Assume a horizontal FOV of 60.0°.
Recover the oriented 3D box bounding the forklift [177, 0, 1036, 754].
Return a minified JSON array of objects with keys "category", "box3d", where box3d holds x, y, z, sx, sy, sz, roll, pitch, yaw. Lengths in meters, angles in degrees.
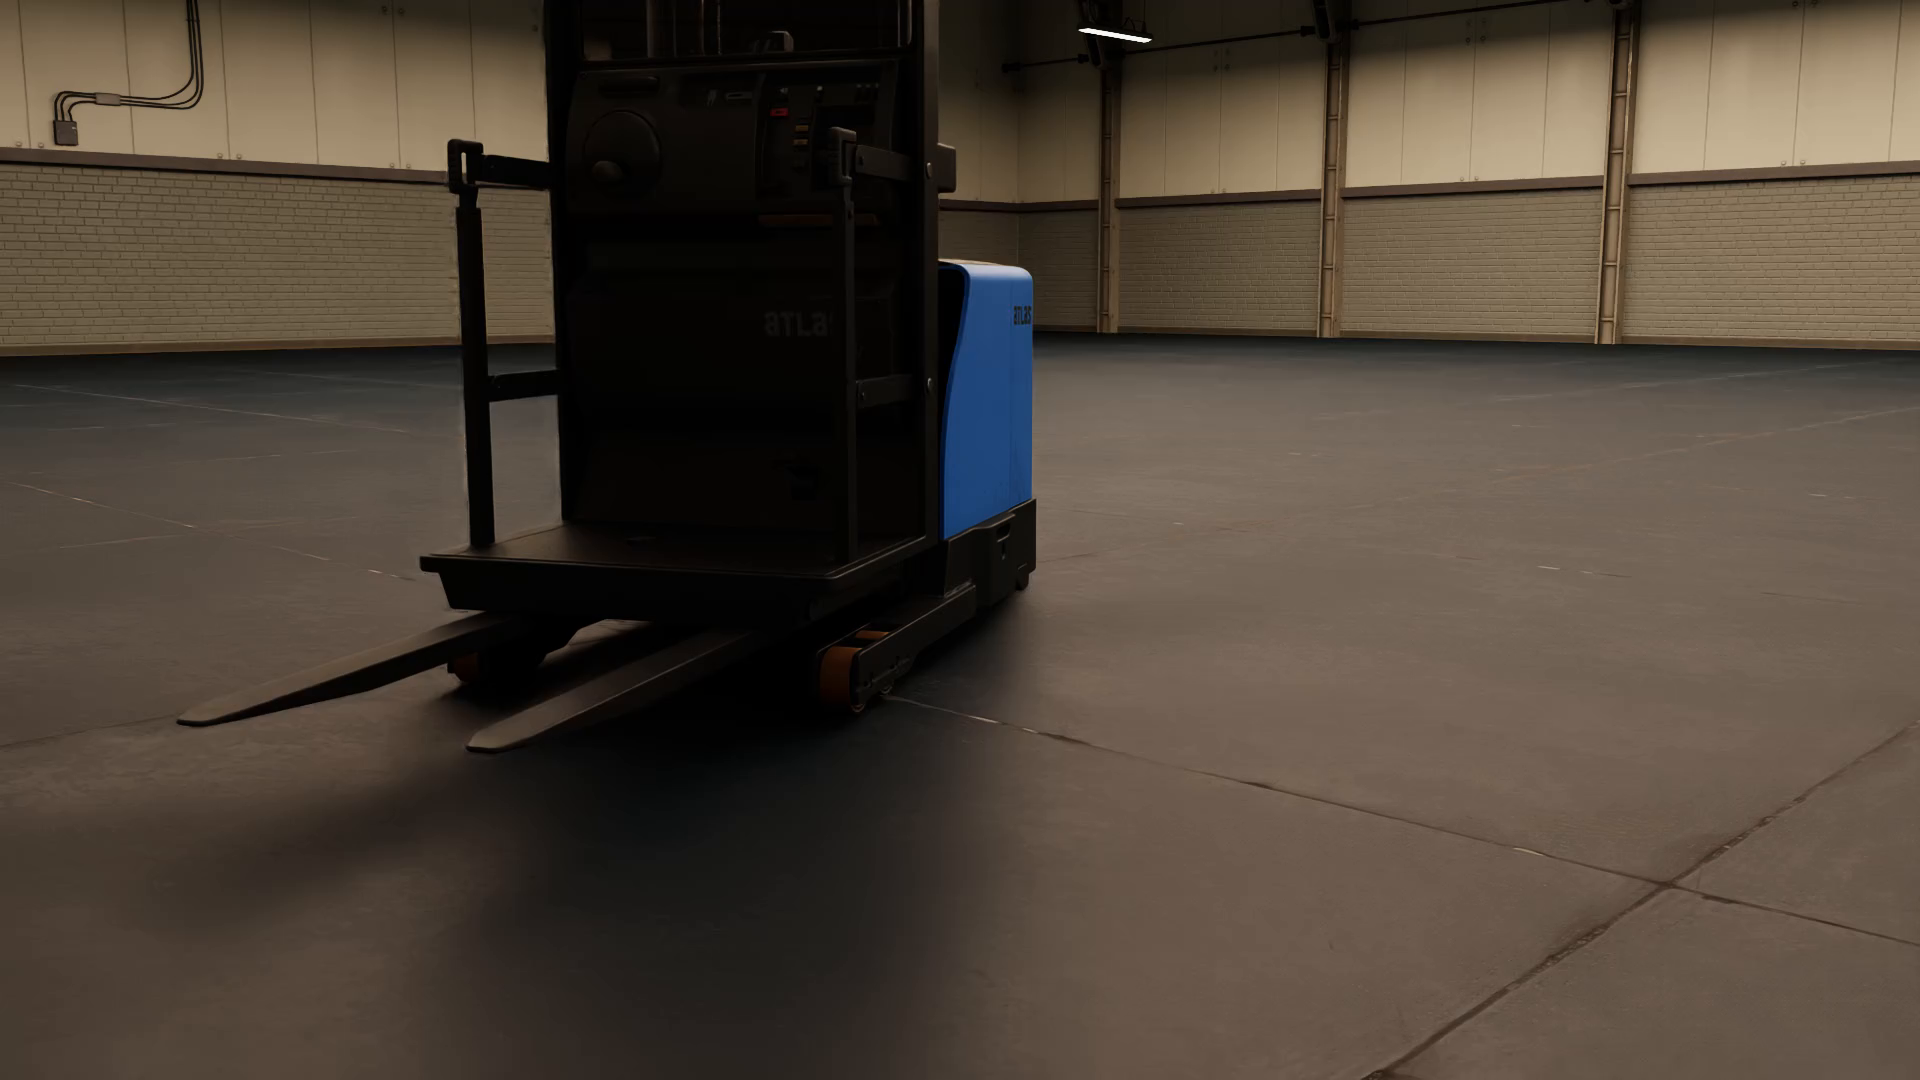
[{"category":"forklift","box3d":[-0.666,-1.100,4.176,1.130,2.935,3.031,3,9,17]}]
